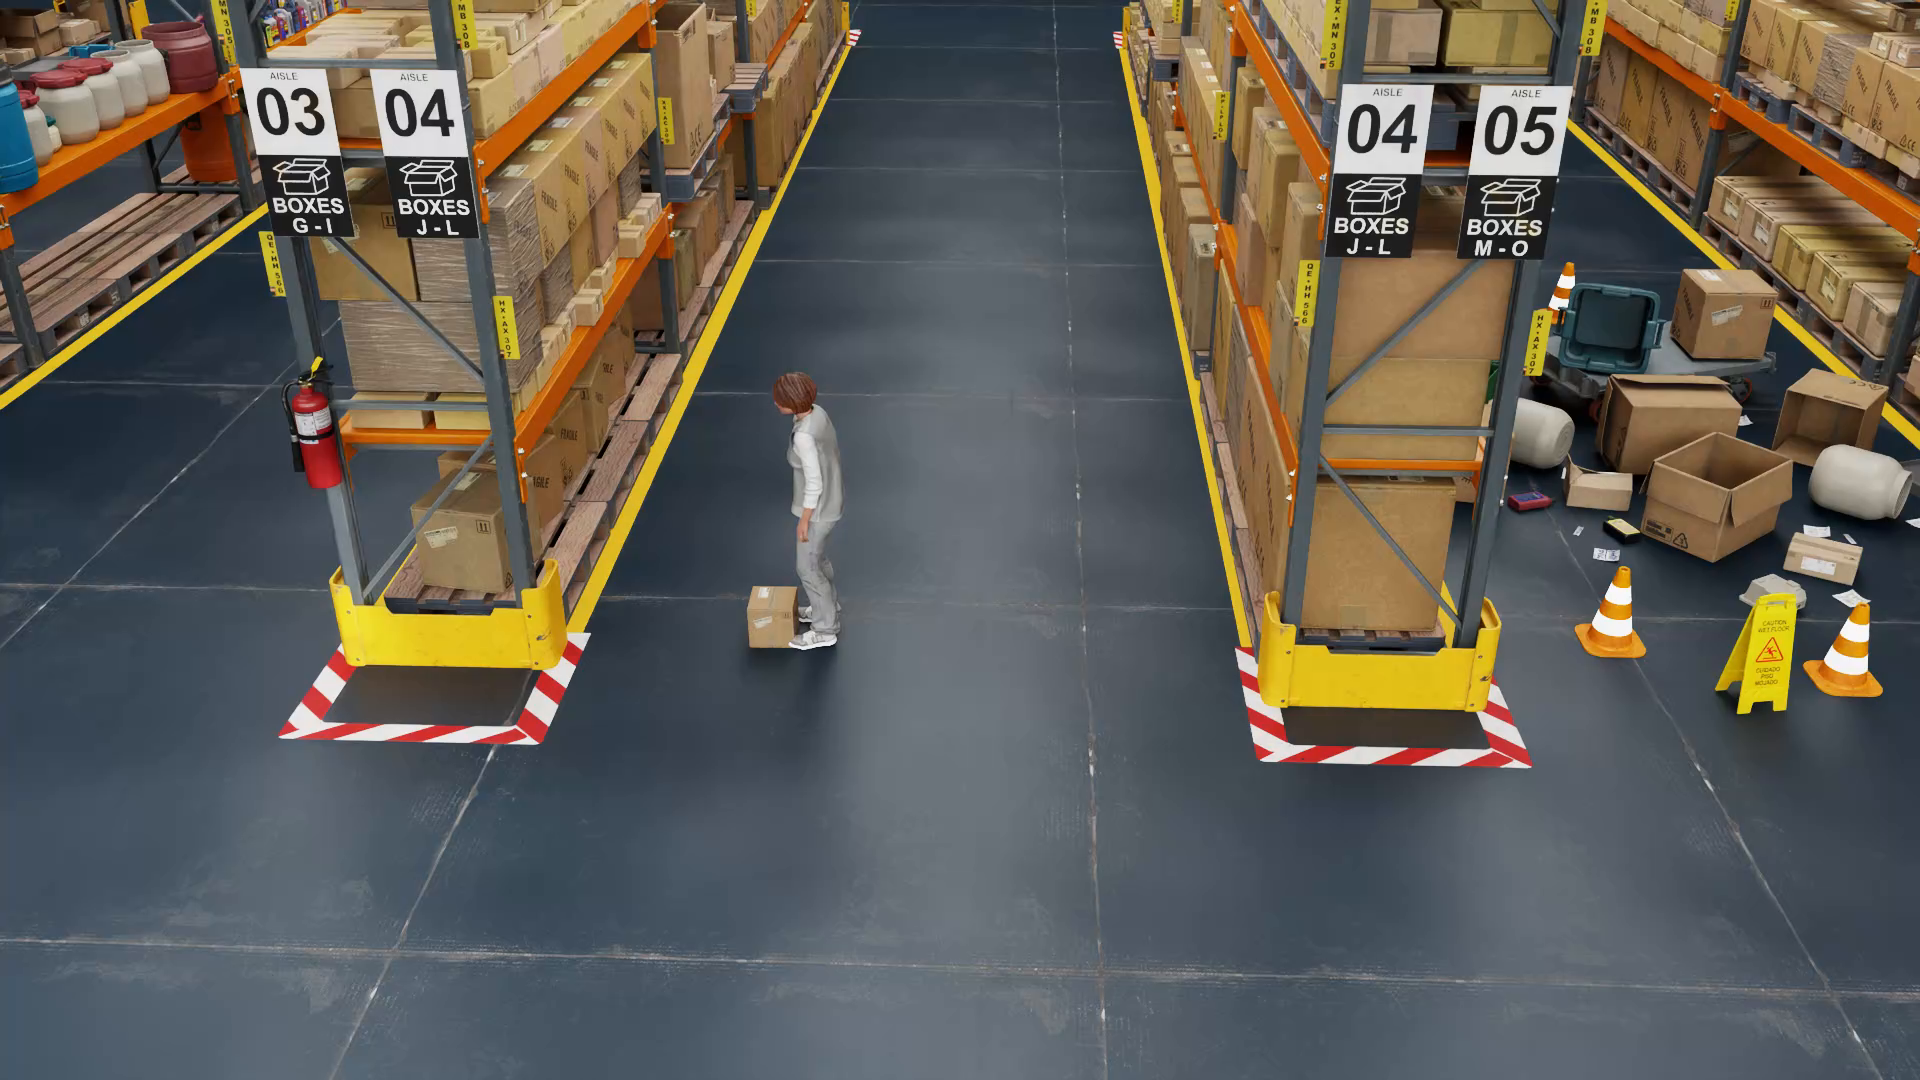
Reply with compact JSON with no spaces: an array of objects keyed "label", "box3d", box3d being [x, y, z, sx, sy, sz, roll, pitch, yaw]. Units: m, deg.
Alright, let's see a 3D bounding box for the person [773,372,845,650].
[{"label":"person","box3d":[-0.792,-0.165,8.940,0.347,1.593,0.459,1,28,1]}]
